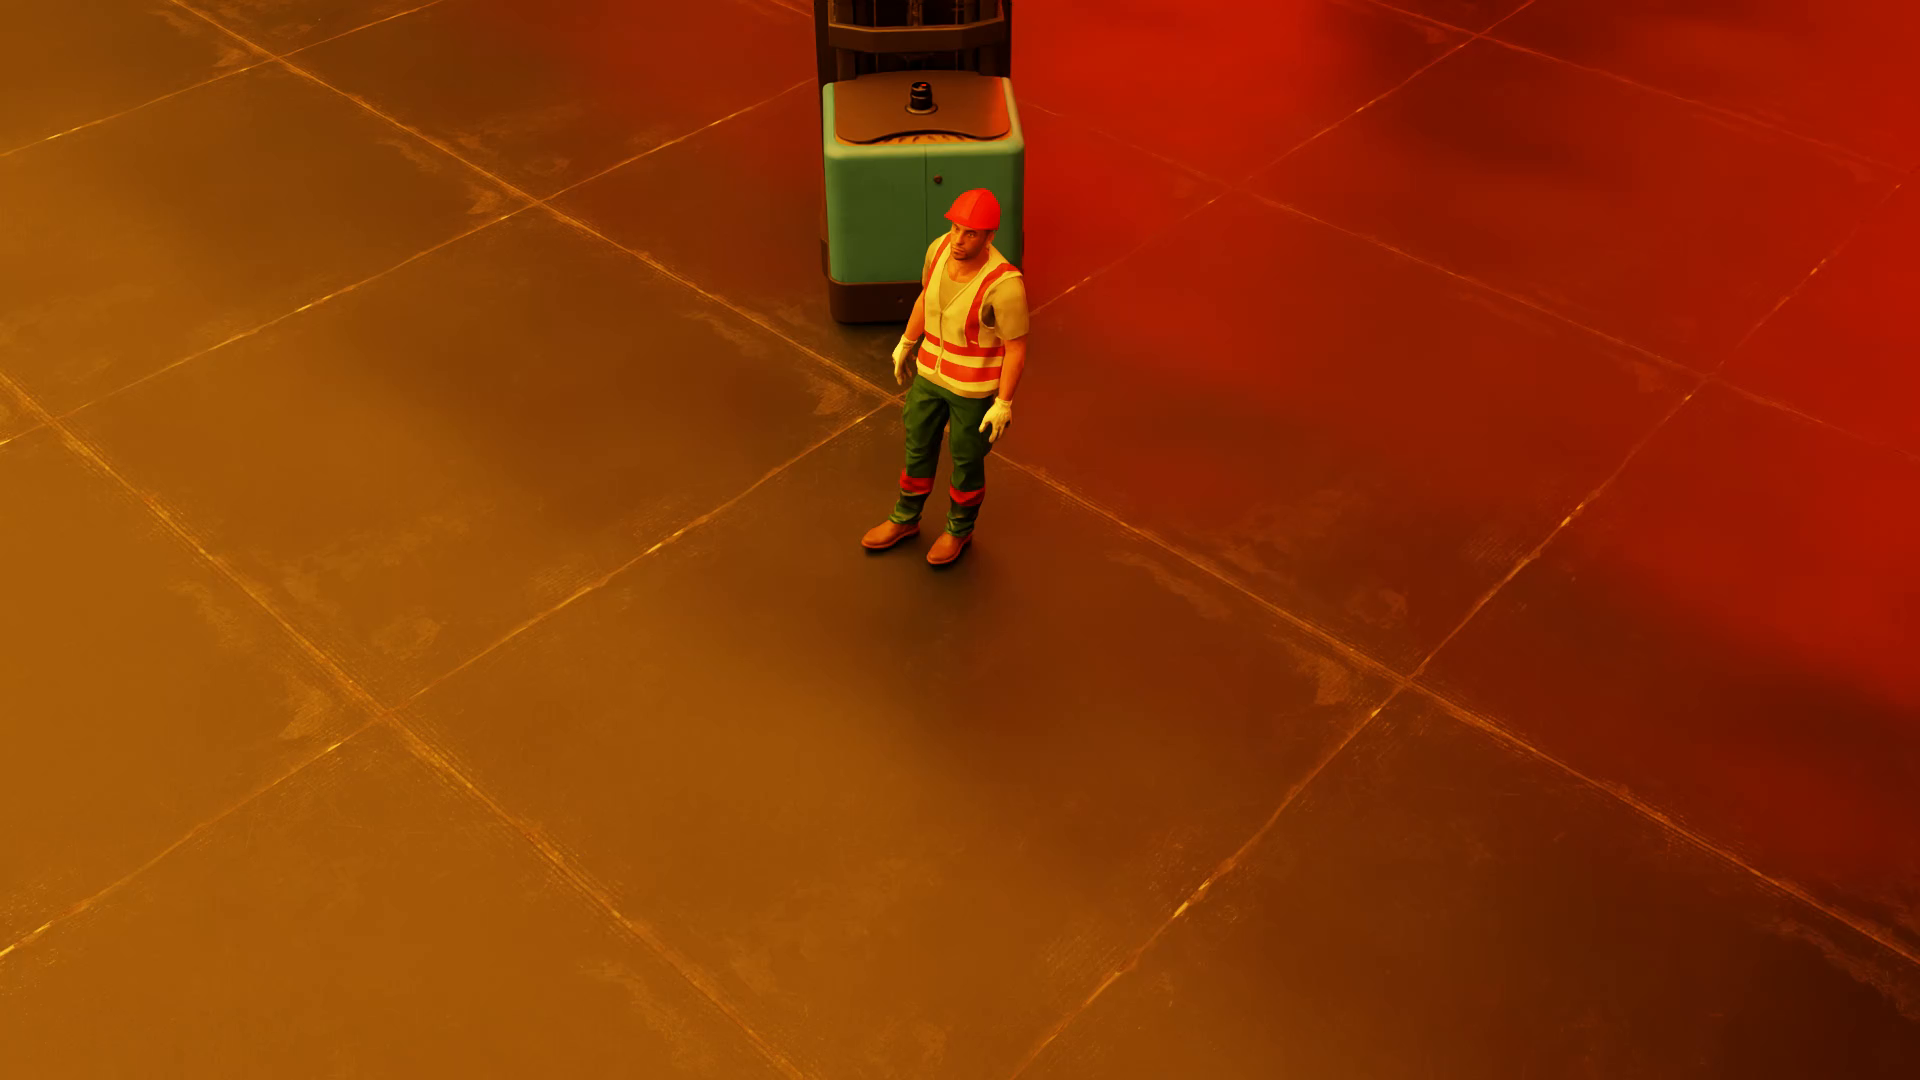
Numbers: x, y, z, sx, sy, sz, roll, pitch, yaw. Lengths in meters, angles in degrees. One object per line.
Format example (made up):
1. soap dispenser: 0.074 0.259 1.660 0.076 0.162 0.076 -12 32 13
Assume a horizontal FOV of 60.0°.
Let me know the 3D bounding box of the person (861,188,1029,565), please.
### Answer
1. person: -0.063 -0.652 7.054 0.637 1.787 0.564 31 49 31

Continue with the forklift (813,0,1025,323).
1. forklift: -0.276 -3.227 9.190 1.130 2.935 3.031 -3 41 -3
